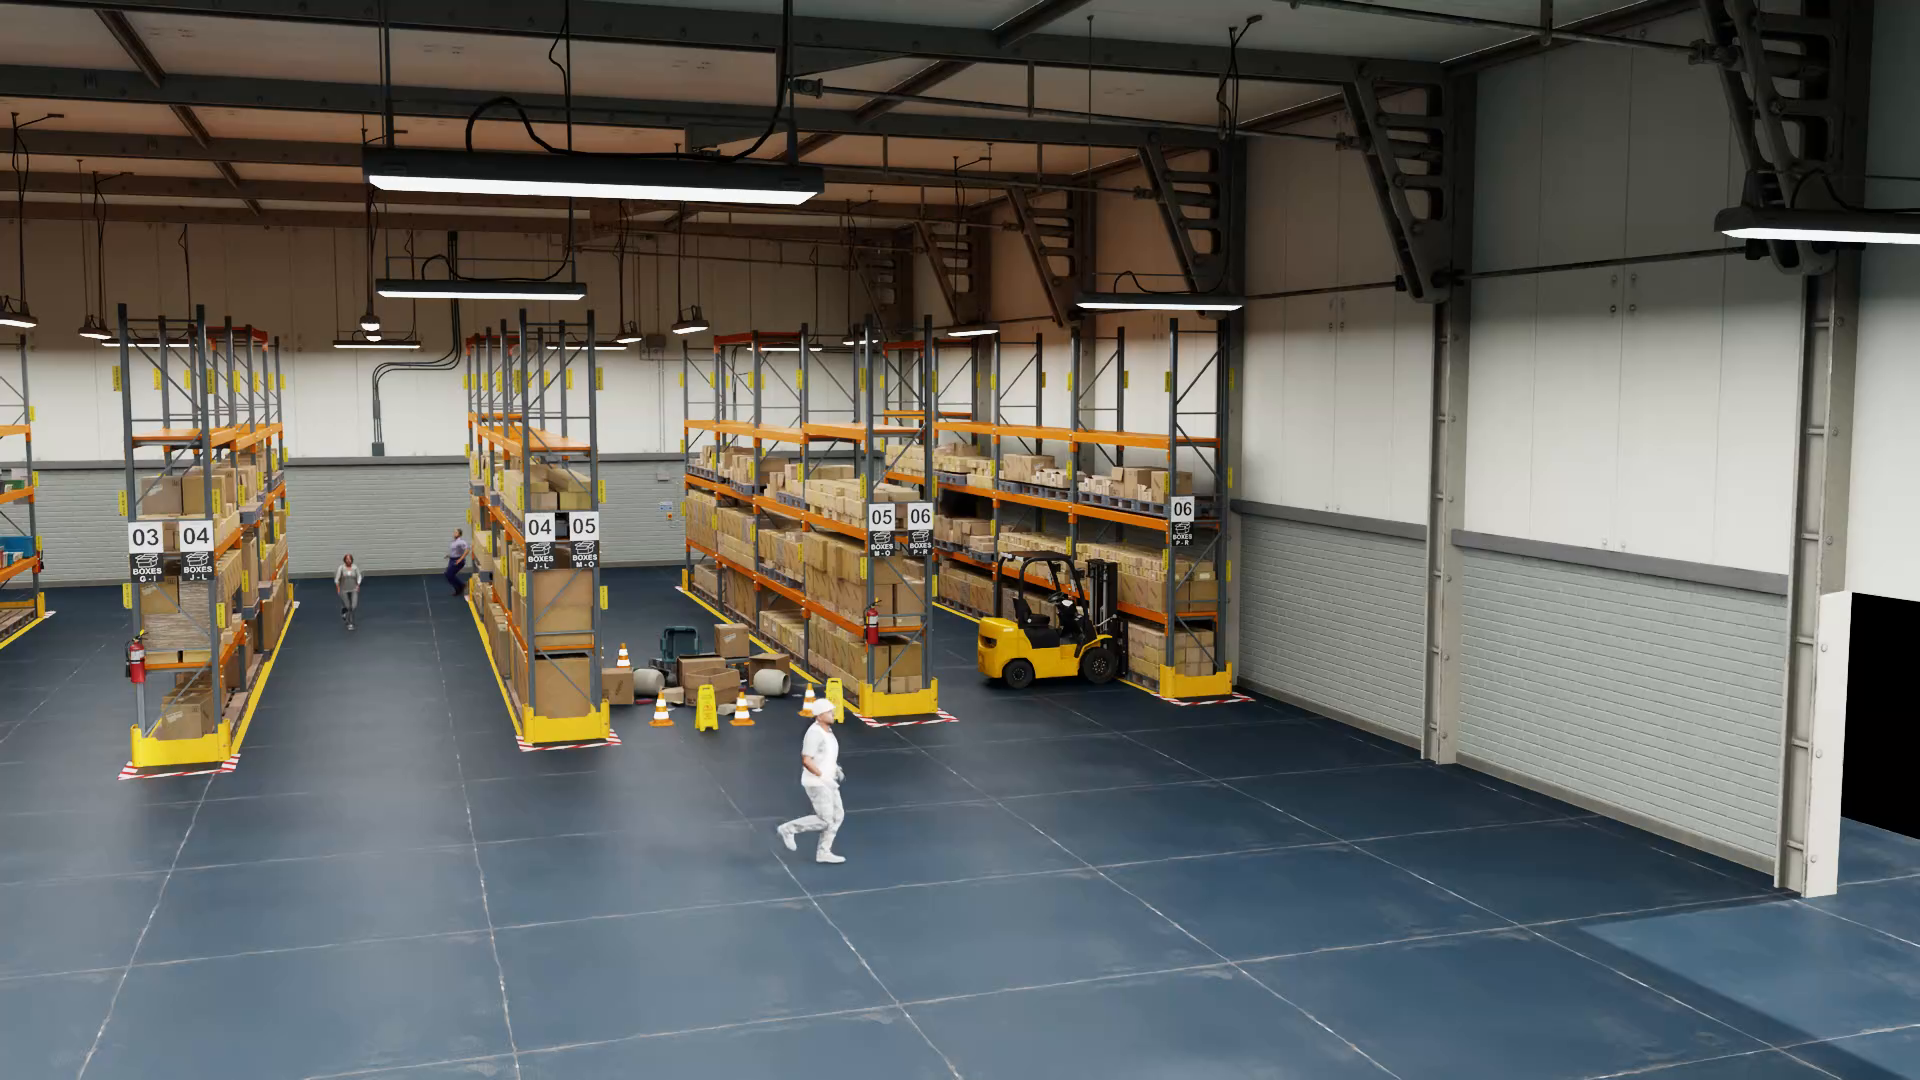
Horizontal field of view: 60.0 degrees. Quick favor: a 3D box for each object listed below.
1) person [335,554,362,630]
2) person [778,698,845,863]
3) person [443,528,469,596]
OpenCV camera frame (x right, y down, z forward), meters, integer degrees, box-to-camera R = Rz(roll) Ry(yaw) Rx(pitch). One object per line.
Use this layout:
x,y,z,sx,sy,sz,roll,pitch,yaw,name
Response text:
-12.413,1.040,33.764,0.521,1.550,0.577,-3,6,-27,person
-1.534,2.503,17.319,0.695,1.733,0.669,1,5,9,person
-11.801,0.528,38.871,0.482,1.603,0.678,-4,7,-38,person
